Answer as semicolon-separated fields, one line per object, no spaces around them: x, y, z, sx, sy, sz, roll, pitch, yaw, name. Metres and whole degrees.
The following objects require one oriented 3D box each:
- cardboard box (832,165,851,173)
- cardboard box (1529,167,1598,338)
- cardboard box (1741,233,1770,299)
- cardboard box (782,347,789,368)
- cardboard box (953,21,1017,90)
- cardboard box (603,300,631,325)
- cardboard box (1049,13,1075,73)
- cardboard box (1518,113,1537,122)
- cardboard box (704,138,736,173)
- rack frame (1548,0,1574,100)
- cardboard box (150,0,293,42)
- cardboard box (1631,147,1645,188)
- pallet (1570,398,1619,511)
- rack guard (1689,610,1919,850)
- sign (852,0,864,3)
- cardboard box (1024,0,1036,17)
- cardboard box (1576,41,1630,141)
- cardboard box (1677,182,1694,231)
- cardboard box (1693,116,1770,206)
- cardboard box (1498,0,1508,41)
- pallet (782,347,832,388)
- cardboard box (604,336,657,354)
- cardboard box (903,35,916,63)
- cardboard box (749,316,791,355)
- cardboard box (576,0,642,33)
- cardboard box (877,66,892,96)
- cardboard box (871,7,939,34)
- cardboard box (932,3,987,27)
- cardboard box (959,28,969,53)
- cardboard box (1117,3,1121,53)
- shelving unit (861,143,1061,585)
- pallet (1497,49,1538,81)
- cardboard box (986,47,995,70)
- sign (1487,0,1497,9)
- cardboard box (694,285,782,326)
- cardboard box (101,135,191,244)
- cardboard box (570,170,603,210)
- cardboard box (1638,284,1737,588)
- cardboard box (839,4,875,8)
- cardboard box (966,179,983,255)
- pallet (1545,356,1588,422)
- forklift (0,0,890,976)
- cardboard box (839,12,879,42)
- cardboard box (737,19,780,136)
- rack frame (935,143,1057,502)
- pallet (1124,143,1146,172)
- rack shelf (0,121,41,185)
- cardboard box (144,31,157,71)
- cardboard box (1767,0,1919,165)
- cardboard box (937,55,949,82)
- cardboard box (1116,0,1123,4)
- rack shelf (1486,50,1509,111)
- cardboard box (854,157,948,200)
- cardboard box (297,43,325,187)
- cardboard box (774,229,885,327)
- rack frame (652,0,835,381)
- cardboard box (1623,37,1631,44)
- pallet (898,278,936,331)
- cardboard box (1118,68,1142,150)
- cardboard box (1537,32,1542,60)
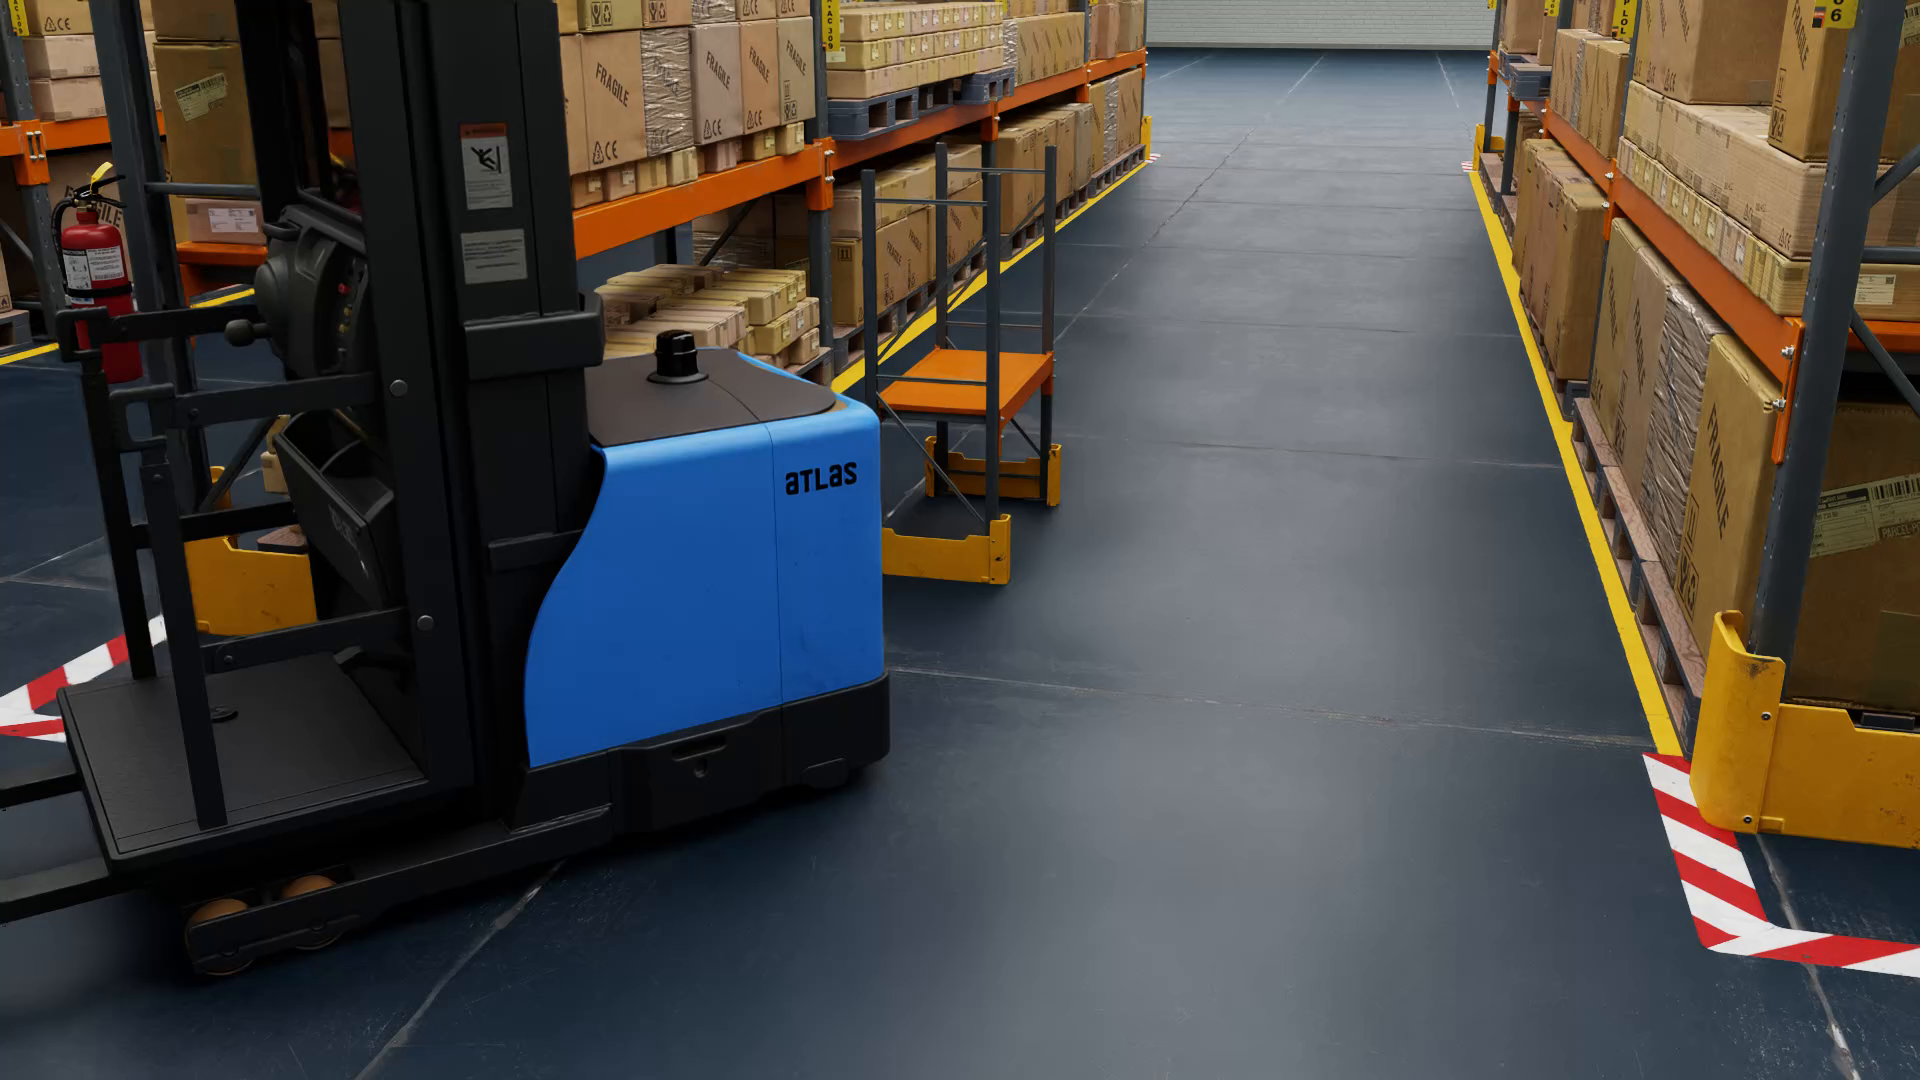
-1.013;-2.293;10.818;0.500;0.250;0.500;4;19;11;cardboard box
3.936;-1.594;9.352;1.225;0.875;0.875;4;19;11;cardboard box
2.434;-0.765;4.677;0.380;0.149;0.250;5;19;14;cardboard box
-1.114;-0.967;8.639;0.380;0.149;0.250;5;20;15;cardboard box
0.145;-3.763;12.908;0.500;0.500;0.500;5;19;14;cardboard box
-1.810;-1.060;7.991;0.380;0.149;0.250;5;20;15;cardboard box
0.759;-4.554;15.225;0.500;0.500;0.500;4;19;13;cardboard box
6.232;-4.311;17.887;0.500;0.500;0.500;10;21;28;cardboard box
-1.251;-1.781;7.649;0.380;0.149;0.250;4;19;11;cardboard box
4.559;-3.173;11.335;1.000;3.000;0.127;5;19;13;rack frame
-2.310;-1.913;5.485;0.500;0.500;0.500;4;19;12;cardboard box
3.059;-1.569;7.028;0.380;0.149;0.250;5;20;15;cardboard box
3.320;-0.367;7.436;1.003;0.211;1.213;5;19;13;pallet
2.598;0.525;4.376;1.175;0.500;0.348;5;19;13;rack guard
-0.765;-4.187;12.513;0.100;0.325;0.005;5;19;13;sign
0.263;-4.736;14.211;0.700;0.500;0.500;4;19;13;cardboard box
3.679;-2.453;9.074;0.500;0.500;0.500;4;19;13;cardboard box
2.746;-1.163;5.840;0.380;0.149;0.250;5;19;14;cardboard box
2.714;-1.226;5.409;0.500;0.250;0.500;4;19;12;cardboard box
6.352;-5.698;18.114;0.875;0.500;0.500;5;19;13;cardboard box
-1.333;-0.809;8.730;1.003;0.211;1.213;5;19;13;pallet
-1.421;-0.771;7.145;0.380;0.149;0.250;5;19;14;cardboard box
-0.474;-2.894;9.798;0.380;0.149;0.250;4;19;11;cardboard box
-1.075;-1.038;8.385;0.380;0.149;0.250;4;19;11;cardboard box
-1.548;-2.189;6.295;0.500;0.500;0.500;4;19;12;cardboard box
-0.599;-2.597;9.388;0.380;0.149;0.250;5;19;14;cardboard box
-0.346;-3.196;10.223;0.380;0.149;0.250;5;20;15;cardboard box
-0.029;-3.607;11.425;0.380;0.149;0.250;5;20;15;cardboard box
-0.155;-3.303;10.996;0.380;0.149;0.250;5;19;13;cardboard box
1.310;-5.715;18.546;0.875;0.550;0.550;5;19;13;cardboard box
0.019;-0.734;6.515;0.587;1.500;1.083;5;19;13;shelving unit
5.208;-4.107;14.369;1.003;0.211;1.213;5;19;13;pallet
0.037;-3.407;11.761;0.380;0.149;0.250;5;19;13;cardboard box
5.987;-6.132;18.662;0.100;0.325;0.005;5;19;13;sign
-1.116;-1.179;8.341;0.380;0.149;0.250;4;19;13;cardboard box
-5.741;-2.379;11.650;0.875;0.875;0.875;5;20;15;cardboard box
-1.624;-1.384;6.486;0.380;0.149;0.250;4;19;13;cardboard box
2.905;-0.350;5.710;0.875;0.875;0.875;5;19;13;cardboard box
-0.784;-3.499;11.109;0.380;0.149;0.250;6;20;16;cardboard box
-0.133;-2.385;12.247;0.500;0.500;0.500;5;19;13;cardboard box
3.697;-0.847;8.841;1.003;0.211;1.213;5;19;13;pallet
-1.714;-0.591;3.882;3.031;2.935;1.130;-12;22;-31;forklift
-0.661;-2.791;9.036;0.380;0.149;0.250;6;20;16;cardboard box
-1.176;-2.194;7.855;0.500;0.500;0.500;4;19;12;cardboard box
0.145;-0.896;6.990;0.500;1.500;0.032;5;19;13;rack frame
1.609;-4.527;19.615;1.003;0.211;1.213;5;19;13;pallet
-6.517;-1.734;8.237;1.077;0.370;4.000;5;19;13;rack shelf
-5.547;-3.148;10.723;0.500;0.250;0.500;5;19;14;cardboard box
2.468;-1.263;4.357;0.500;0.500;0.500;5;19;14;cardboard box
-0.283;-2.998;10.562;0.380;0.149;0.250;4;19;11;cardboard box
1.283;-6.051;17.861;0.875;0.550;0.500;5;19;13;cardboard box
6.025;-4.713;16.957;1.077;0.370;4.000;5;19;13;rack shelf
-0.391;-2.414;11.173;0.500;0.250;0.500;5;20;15;cardboard box
-1.803;-1.395;5.517;0.500;0.500;0.500;6;20;16;cardboard box
-0.766;-1.569;9.857;0.500;0.500;0.500;5;20;16;cardboard box
-1.203;-2.342;8.904;1.000;3.000;0.127;5;19;13;rack frame
3.908;-2.856;8.701;0.797;0.503;0.637;5;19;14;cardboard box
-0.719;-1.650;11.193;1.003;0.211;1.213;5;19;13;pallet
1.627;-5.079;19.554;0.875;0.875;0.875;5;19;14;cardboard box
4.704;-3.852;12.882;0.396;0.266;0.258;4;19;12;cardboard box
